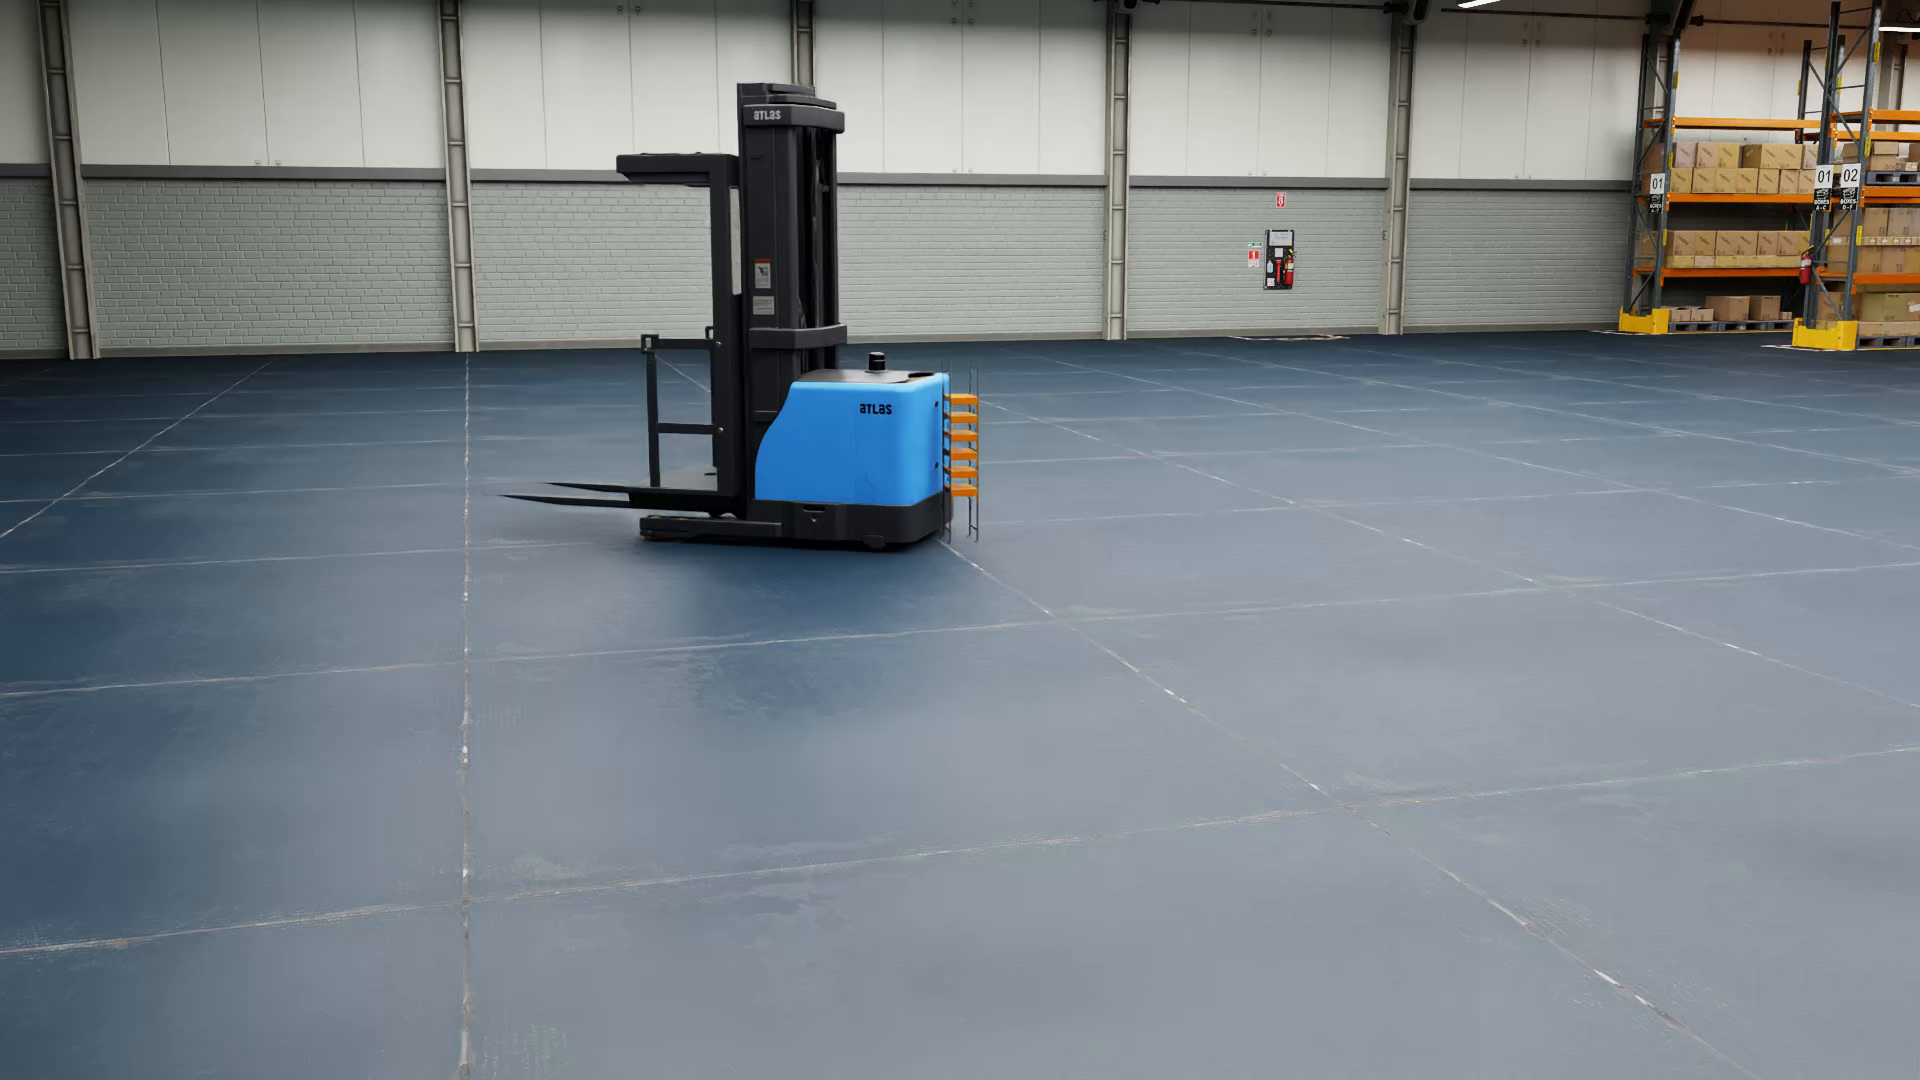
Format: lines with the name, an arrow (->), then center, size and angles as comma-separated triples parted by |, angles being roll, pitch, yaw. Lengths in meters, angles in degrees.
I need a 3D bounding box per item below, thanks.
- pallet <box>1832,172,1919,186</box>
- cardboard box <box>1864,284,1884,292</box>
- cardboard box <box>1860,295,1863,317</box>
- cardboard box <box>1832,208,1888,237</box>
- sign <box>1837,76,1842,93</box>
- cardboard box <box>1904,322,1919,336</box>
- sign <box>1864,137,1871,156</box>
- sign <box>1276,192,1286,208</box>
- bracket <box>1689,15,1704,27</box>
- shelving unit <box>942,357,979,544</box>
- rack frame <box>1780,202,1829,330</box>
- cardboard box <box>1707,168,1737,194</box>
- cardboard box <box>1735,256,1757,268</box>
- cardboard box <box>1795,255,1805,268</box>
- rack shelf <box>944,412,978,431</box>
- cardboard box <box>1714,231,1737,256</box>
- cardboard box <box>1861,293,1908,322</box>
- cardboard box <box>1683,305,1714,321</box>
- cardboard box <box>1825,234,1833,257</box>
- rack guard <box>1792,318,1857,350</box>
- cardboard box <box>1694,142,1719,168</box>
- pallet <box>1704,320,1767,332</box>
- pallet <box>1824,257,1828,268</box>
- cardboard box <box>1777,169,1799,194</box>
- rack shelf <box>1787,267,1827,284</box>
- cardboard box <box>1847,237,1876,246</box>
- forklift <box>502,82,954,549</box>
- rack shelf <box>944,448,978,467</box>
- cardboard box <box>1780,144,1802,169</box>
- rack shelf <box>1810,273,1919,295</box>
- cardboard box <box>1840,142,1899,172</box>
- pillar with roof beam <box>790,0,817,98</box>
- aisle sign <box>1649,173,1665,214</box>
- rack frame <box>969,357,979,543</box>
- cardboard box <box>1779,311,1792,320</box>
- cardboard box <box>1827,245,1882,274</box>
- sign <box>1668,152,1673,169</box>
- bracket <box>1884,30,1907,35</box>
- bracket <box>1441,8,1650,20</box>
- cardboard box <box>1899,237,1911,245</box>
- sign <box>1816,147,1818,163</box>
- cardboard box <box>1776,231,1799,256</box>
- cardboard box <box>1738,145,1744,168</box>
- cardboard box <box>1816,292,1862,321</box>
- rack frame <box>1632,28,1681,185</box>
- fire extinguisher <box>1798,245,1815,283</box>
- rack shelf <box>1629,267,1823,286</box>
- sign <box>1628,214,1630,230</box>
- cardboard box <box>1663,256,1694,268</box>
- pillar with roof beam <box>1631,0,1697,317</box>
pallet -> 16.143, -6.381, 29.384 | 1.213, 0.211, 1.003 | -3, 11, -16
cardboard box -> 19.532, -5.427, 35.861 | 0.500, 0.250, 0.500 | -3, 11, -18
cardboard box -> 19.094, -5.044, 35.847 | 0.500, 0.500, 0.700 | -3, 11, -17
cardboard box -> 15.960, -5.630, 29.482 | 0.500, 0.500, 0.700 | -3, 11, -16
sign -> 18.044, -9.335, 34.101 | 0.005, 0.325, 0.100 | -3, 11, -16
cardboard box -> 16.994, -3.812, 29.904 | 0.500, 0.250, 0.500 | -3, 11, -16
sign -> 15.607, -6.765, 28.594 | 0.005, 0.325, 0.100 | -3, 11, -16
sign -> 6.320, -6.700, 32.753 | 0.199, 0.298, 0.001 | -3, 11, -16
bracket -> 14.997, -10.645, 34.073 | 0.430, 0.232, 0.235 | -3, 11, -16
shelving unit -> 0.002, -0.588, 10.926 | 0.189, 1.200, 0.258 | -2, 11, -12
rack frame -> 17.910, -5.982, 35.254 | 0.127, 3.000, 1.000 | -3, 11, -16
cardboard box -> 15.483, -7.335, 33.988 | 0.500, 0.500, 0.500 | -2, 11, -13
cardboard box -> 16.098, -5.763, 34.428 | 0.500, 0.250, 0.500 | -3, 11, -15
cardboard box -> 17.540, -5.841, 34.849 | 0.500, 0.250, 0.500 | -3, 11, -16
rack shelf -> 0.002, -0.780, 10.890 | 0.180, 0.103, 0.258 | -2, 11, -12
cardboard box -> 15.587, -6.104, 34.208 | 0.500, 0.500, 0.500 | -3, 11, -18
cardboard box -> 16.514, -4.155, 29.697 | 0.500, 0.500, 0.500 | -3, 11, -16
cardboard box -> 15.306, -4.721, 34.620 | 0.500, 0.311, 0.500 | -2, 11, -11
cardboard box -> 18.408, -6.267, 35.312 | 0.500, 0.500, 0.700 | -3, 11, -16
rack guard -> 15.434, -3.688, 29.697 | 0.348, 0.500, 1.175 | -3, 11, -16
cardboard box -> 15.003, -7.799, 33.748 | 0.500, 0.500, 0.500 | -3, 11, -17
pallet -> 16.101, -4.508, 34.949 | 1.213, 0.211, 1.003 | -3, 11, -16
pallet -> 18.684, -5.901, 35.344 | 1.213, 0.211, 1.003 | -3, 11, -16
cardboard box -> 17.005, -7.424, 34.472 | 0.500, 0.500, 0.500 | -4, 11, -21
rack shelf -> 19.830, -5.729, 35.868 | 4.000, 0.370, 1.077 | -3, 11, -16
cardboard box -> 15.894, -5.269, 29.314 | 0.250, 0.149, 0.380 | -3, 11, -16
forklift -> -1.618, -1.512, 11.165 | 3.031, 2.935, 1.130 | 3, 11, 16
rack shelf -> 0.002, -0.544, 10.934 | 0.180, 0.103, 0.258 | -2, 11, -12
cardboard box -> 16.978, -7.905, 34.325 | 0.500, 0.500, 0.500 | -2, 11, -13
rack shelf -> 17.378, -4.666, 30.092 | 4.000, 0.370, 1.077 | -3, 11, -16
cardboard box -> 16.010, -6.748, 29.300 | 0.637, 0.503, 0.797 | -2, 11, -12
pillar with roof beam -> -1.580, -7.256, 25.607 | 0.548, 9.000, 9.100 | -3, 11, -16
aisle sign -> 14.084, -7.002, 33.616 | 0.004, 0.787, 0.394 | -3, 11, -16
rack frame -> 0.091, -0.592, 10.945 | 0.006, 1.200, 0.240 | -2, 11, -12
cardboard box -> 17.404, -4.772, 35.295 | 0.250, 0.166, 0.380 | -5, 11, -23
cardboard box -> 15.909, -4.989, 29.585 | 0.500, 0.500, 0.700 | -3, 11, -16
sign -> 14.221, -7.590, 33.291 | 0.005, 0.325, 0.100 | -3, 11, -16
bracket -> 19.961, -10.907, 35.494 | 0.430, 0.232, 0.235 | -3, 11, -16
bracket -> 11.710, -10.472, 33.132 | 4.783, 0.066, 0.076 | -3, 11, -16
cardboard box -> 16.630, -5.307, 29.524 | 0.250, 0.149, 0.380 | -3, 11, -17
sign -> 15.319, -6.885, 29.649 | 0.005, 0.325, 0.100 | -3, 11, -16
cardboard box -> 17.065, -6.183, 34.633 | 0.500, 0.500, 0.500 | -3, 11, -16
cardboard box -> 15.895, -7.947, 34.553 | 0.500, 0.500, 0.500 | -3, 11, -16
cardboard box -> 15.889, -4.220, 30.049 | 0.500, 0.500, 0.500 | -3, 11, -16
rack frame -> 14.069, -8.730, 33.611 | 0.127, 3.000, 1.000 | -3, 11, -16
fire extinguisher -> 15.214, -4.955, 29.890 | 0.183, 0.674, 0.296 | -3, 11, -16
rack shelf -> 15.989, -5.527, 34.769 | 4.000, 0.370, 1.077 | -3, 11, -16
sign -> 13.933, -6.602, 34.550 | 0.005, 0.325, 0.100 | -3, 11, -16
cardboard box -> 14.626, -5.685, 34.000 | 0.500, 0.250, 0.500 | -3, 11, -18
pillar with roof beam -> 15.703, -8.167, 30.555 | 0.548, 9.000, 9.100 | -3, 11, -16
